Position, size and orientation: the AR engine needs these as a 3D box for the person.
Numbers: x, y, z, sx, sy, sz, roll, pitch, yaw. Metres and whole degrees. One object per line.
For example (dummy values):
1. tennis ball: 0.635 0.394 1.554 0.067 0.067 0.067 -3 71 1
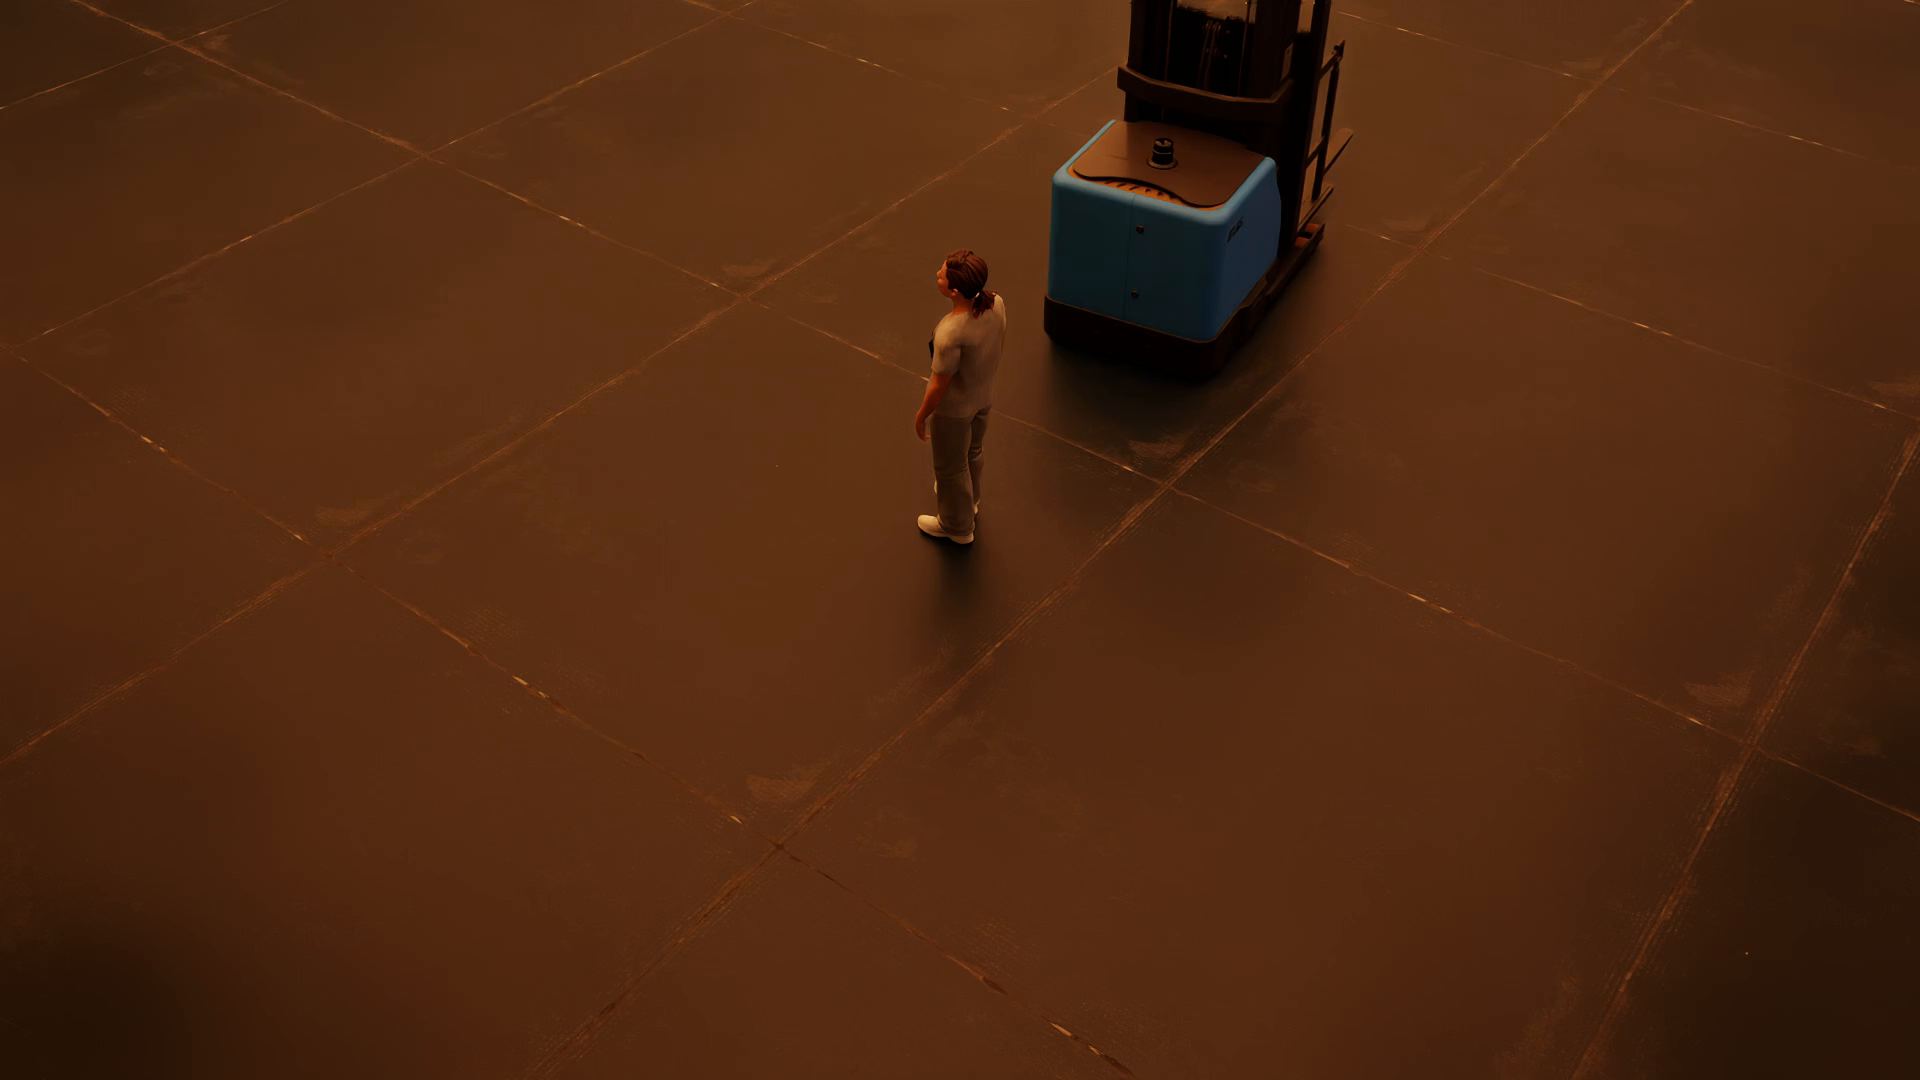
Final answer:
1. person: -0.050 -0.676 7.831 0.548 1.663 0.549 26 47 28

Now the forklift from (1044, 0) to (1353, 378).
1. forklift: 1.636 -2.961 9.547 1.130 2.935 3.031 20 44 21
